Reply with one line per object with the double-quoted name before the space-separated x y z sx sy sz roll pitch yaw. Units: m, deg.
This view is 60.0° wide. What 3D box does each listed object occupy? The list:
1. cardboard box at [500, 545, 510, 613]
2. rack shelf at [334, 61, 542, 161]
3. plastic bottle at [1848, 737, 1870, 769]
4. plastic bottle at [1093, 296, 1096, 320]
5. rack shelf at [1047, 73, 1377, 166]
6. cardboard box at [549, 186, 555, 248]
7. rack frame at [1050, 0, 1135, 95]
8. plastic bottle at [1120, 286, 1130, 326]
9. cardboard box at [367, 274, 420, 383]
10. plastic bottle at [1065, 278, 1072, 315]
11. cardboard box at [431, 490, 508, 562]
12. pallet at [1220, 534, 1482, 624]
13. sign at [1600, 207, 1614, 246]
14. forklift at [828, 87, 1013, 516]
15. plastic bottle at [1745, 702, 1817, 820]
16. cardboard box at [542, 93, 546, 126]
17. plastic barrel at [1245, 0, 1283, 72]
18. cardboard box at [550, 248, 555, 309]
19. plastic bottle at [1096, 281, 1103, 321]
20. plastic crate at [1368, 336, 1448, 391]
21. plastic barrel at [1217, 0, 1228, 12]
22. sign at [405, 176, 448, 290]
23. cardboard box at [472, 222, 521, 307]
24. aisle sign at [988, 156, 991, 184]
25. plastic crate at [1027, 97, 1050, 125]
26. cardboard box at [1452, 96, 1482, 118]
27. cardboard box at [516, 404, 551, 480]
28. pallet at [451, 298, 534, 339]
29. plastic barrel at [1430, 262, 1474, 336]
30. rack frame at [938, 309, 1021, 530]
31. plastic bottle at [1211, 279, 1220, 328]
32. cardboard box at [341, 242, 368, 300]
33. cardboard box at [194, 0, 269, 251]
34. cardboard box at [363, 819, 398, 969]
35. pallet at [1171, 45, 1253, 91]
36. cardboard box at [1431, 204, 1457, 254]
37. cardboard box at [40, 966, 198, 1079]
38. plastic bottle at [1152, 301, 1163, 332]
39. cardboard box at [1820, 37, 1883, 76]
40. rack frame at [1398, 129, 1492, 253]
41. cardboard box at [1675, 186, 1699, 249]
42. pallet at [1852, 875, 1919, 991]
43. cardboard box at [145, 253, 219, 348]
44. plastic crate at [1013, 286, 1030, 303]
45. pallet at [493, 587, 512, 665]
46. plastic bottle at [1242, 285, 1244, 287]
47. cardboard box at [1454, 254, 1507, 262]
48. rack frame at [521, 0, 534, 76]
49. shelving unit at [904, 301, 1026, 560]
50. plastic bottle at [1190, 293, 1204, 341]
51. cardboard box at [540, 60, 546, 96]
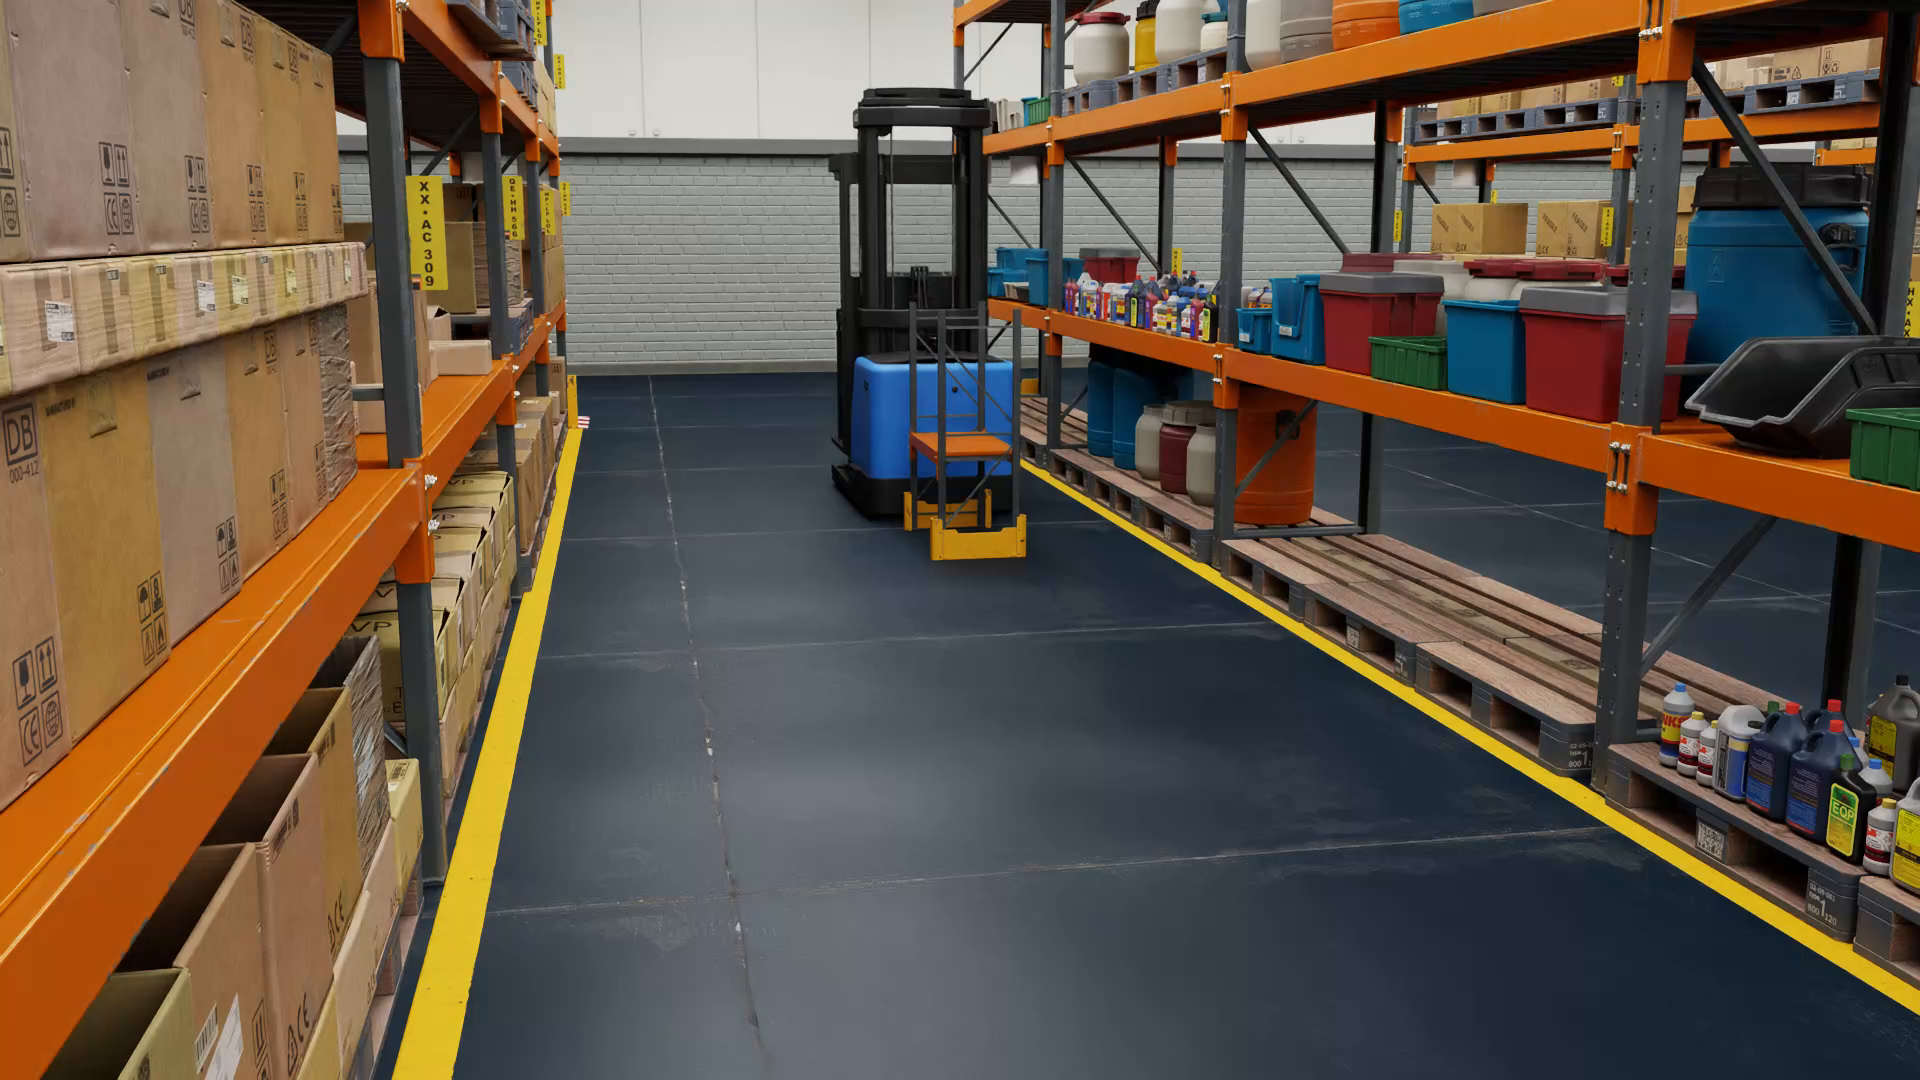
"cardboard box" -2.422 0.188 7.918 0.500 0.250 0.500 -2 11 -12
"rack shelf" -3.257 -2.626 10.370 1.077 0.370 4.000 -2 11 -11
"plastic bottle" 2.667 0.725 4.985 0.097 0.271 0.097 0 11 0
"plastic bottle" 1.035 -1.730 12.296 0.097 0.201 0.097 0 11 0
"rack shelf" 1.603 -2.805 11.313 1.077 0.370 4.000 -2 11 -11
"cardboard box" -3.661 -2.698 13.908 0.500 0.500 0.500 -2 11 -13
"rack frame" 1.214 -4.999 12.893 1.000 3.000 0.127 -2 11 -11
"plastic bottle" 1.170 -1.637 11.620 0.097 0.271 0.097 0 11 0
"cardboard box" -2.423 -0.784 6.526 0.500 0.500 0.500 -2 11 -11
"plastic bottle" 0.867 -1.912 13.030 0.061 0.283 0.133 -2 11 -11
"cardboard box" -2.417 -0.087 7.865 0.500 0.311 0.500 -2 11 -12
"pallet" 2.105 0.195 9.106 1.003 0.211 1.213 -2 11 -11
"sign" 5.528 -2.676 14.204 0.100 0.325 0.005 -2 11 -11
"forklift" -0.385 -1.836 12.506 1.130 2.935 3.031 -2 11 -11
"plastic bottle" 2.520 0.664 5.094 0.144 0.351 0.185 -2 11 -9
"cardboard box" -3.687 -3.554 13.725 0.500 0.250 0.500 -2 11 -11
"plastic barrel" 1.752 -2.778 8.950 0.421 0.512 0.421 0 11 0
"cardboard box" -3.580 -2.119 13.538 0.500 0.500 0.500 -2 11 -10
"plastic bottle" 1.040 -1.749 12.174 0.061 0.283 0.133 -2 11 -11
"plastic crate" 2.154 -0.790 7.389 0.450 0.188 0.662 -2 11 -11
"plastic barrel" 1.696 -3.670 11.472 0.600 0.901 0.708 -2 11 -11
"sign" -1.545 -0.890 4.821 0.100 0.325 0.005 -2 11 -11
"cardboard box" -3.091 -1.680 10.111 0.700 0.500 0.500 0 11 0
"aisle sign" 0.131 -4.065 17.078 0.394 0.787 0.004 -2 11 -11
"plastic crate" 0.835 -3.488 13.544 0.450 0.188 0.662 -2 11 -11
"cardboard box" 5.439 -4.543 16.860 0.700 0.500 0.500 -3 11 -13
"cardboard box" -3.181 -0.689 11.805 0.500 0.500 0.500 -2 11 -11
"pallet" -3.250 -1.401 10.547 1.003 0.211 1.213 -2 11 -11
"plastic barrel" 2.483 -1.115 8.232 0.421 0.512 0.421 0 11 0
"rack frame" 0.115 -0.628 9.984 0.500 1.500 0.032 -2 11 -11
"plastic bottle" 1.805 -1.639 11.415 0.144 0.351 0.185 -2 11 -11
"cardboard box" -1.827 -0.731 4.511 0.380 0.149 0.250 -2 11 -11
"cardboard box" -1.801 -0.826 3.276 0.700 0.500 0.500 -2 11 -11
"cardboard box" -1.697 0.909 4.131 0.500 0.250 0.500 -2 11 -11
"pallet" 1.939 -2.843 10.092 1.003 0.211 1.213 -2 11 -11
"cardboard box" 5.220 -3.217 17.175 0.500 0.500 0.500 -2 11 -12
"cardboard box" -1.297 0.907 2.136 0.500 0.500 0.500 -2 11 -11
"plastic bottle" 1.313 -1.468 10.920 0.097 0.201 0.097 0 11 0
"cardboard box" 6.407 -3.492 11.605 0.500 0.500 0.500 -2 11 -8
"rack frame" 5.294 -2.965 18.254 1.000 3.000 0.127 -2 11 -11
"cardboard box" 6.205 -2.657 13.683 0.797 0.503 0.637 -2 11 -12
"pallet" 3.100 1.134 4.172 1.003 0.211 1.213 -2 11 -11
"cardboard box" -1.475 -0.401 2.778 0.380 0.149 0.250 -2 11 -10
"plastic crate" 0.733 -2.142 14.501 0.437 0.125 0.590 -2 11 -11
"pallet" -2.746 0.384 8.116 1.003 0.211 1.213 -2 11 -11
"plastic bottle" 1.928 -1.669 11.574 0.144 0.351 0.185 -2 11 -11
"cardboard box" 5.325 -2.753 16.742 0.500 0.250 0.500 -2 11 -13
"rack frame" -3.646 -4.819 11.950 1.000 3.000 0.127 -2 11 -11
"shelving unit" 0.015 -0.723 10.483 0.587 1.500 1.083 -2 11 -11
"plastic bottle" 1.450 -1.362 10.141 0.061 0.283 0.133 -2 11 -11
"cardboard box" -3.681 -3.800 13.679 0.500 0.250 0.500 -2 11 -11
